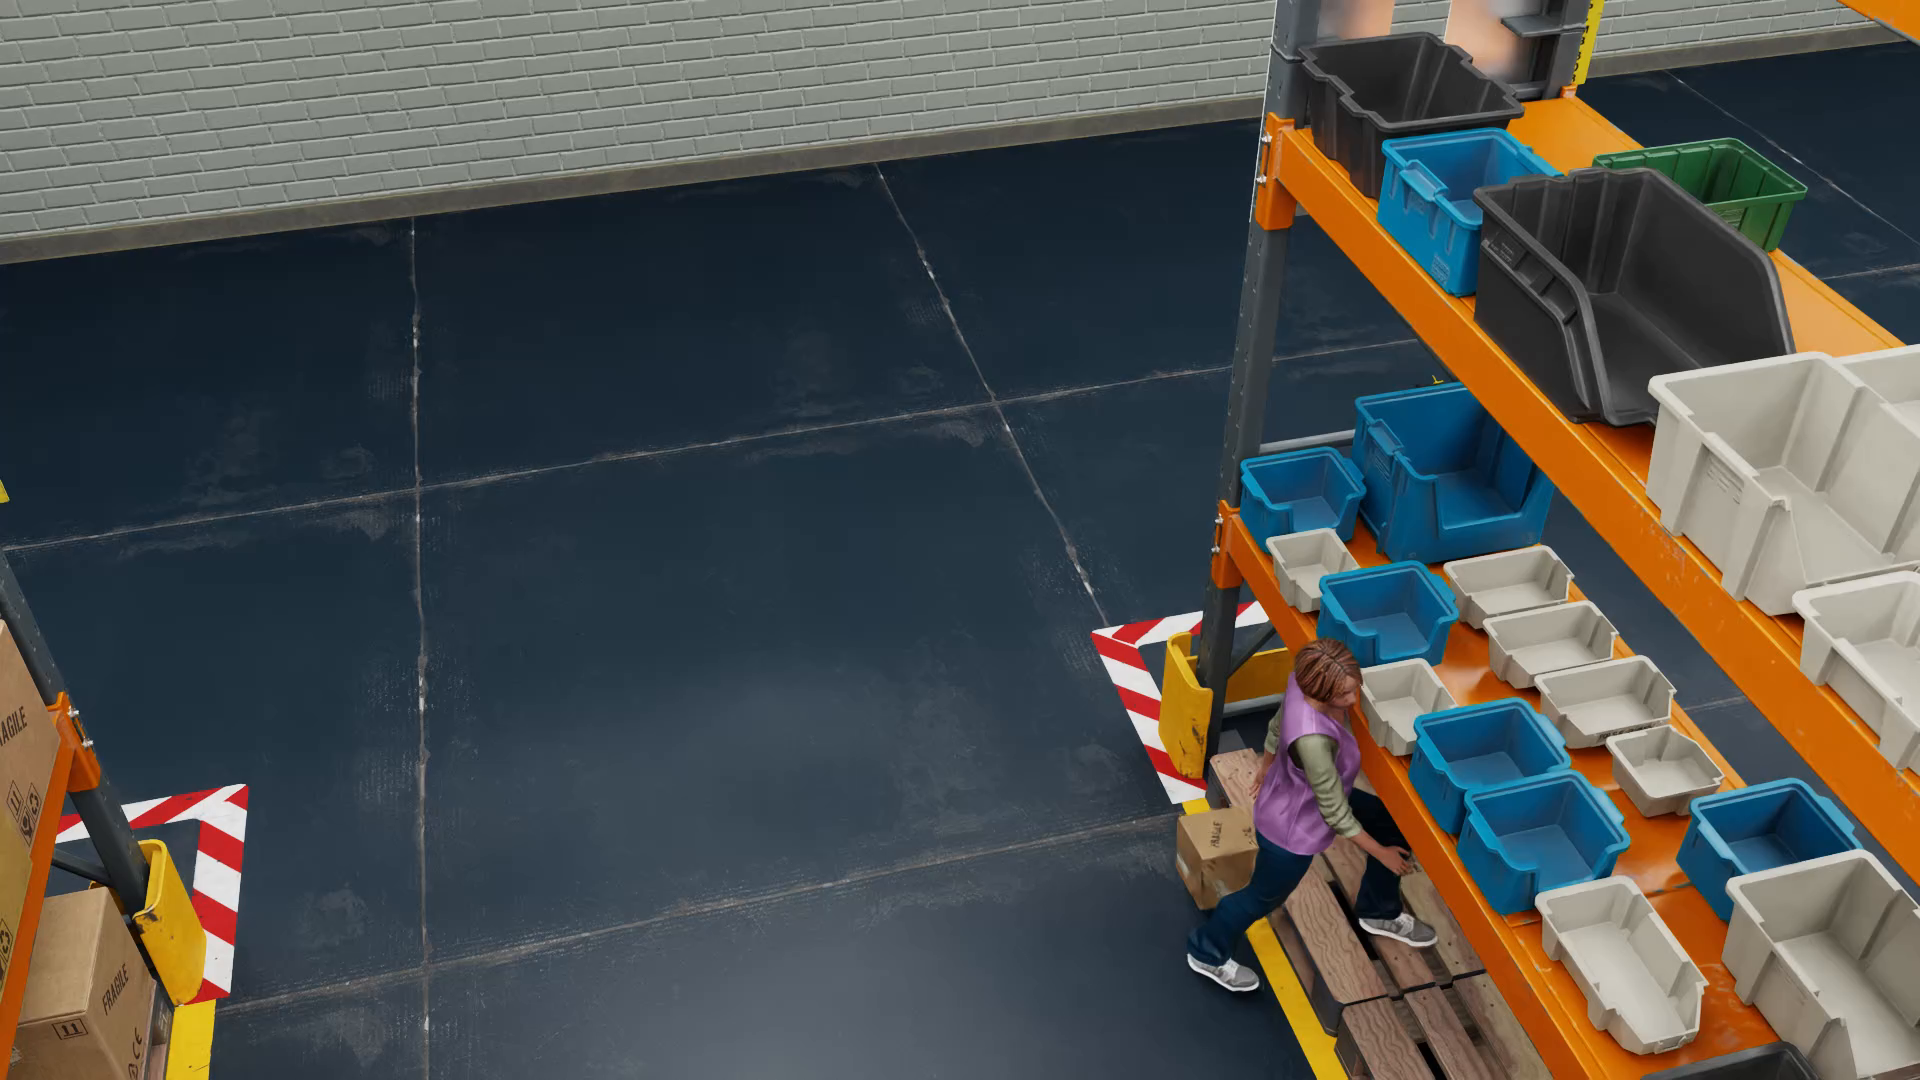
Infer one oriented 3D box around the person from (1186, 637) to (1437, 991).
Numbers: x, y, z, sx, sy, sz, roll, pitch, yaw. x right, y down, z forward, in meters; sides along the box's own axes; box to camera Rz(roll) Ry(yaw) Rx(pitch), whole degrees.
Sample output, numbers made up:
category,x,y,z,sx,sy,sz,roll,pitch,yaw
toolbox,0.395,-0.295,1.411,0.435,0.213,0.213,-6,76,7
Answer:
category,x,y,z,sx,sy,sz,roll,pitch,yaw
person,1.245,0.943,5.523,0.854,1.561,0.445,10,40,13
